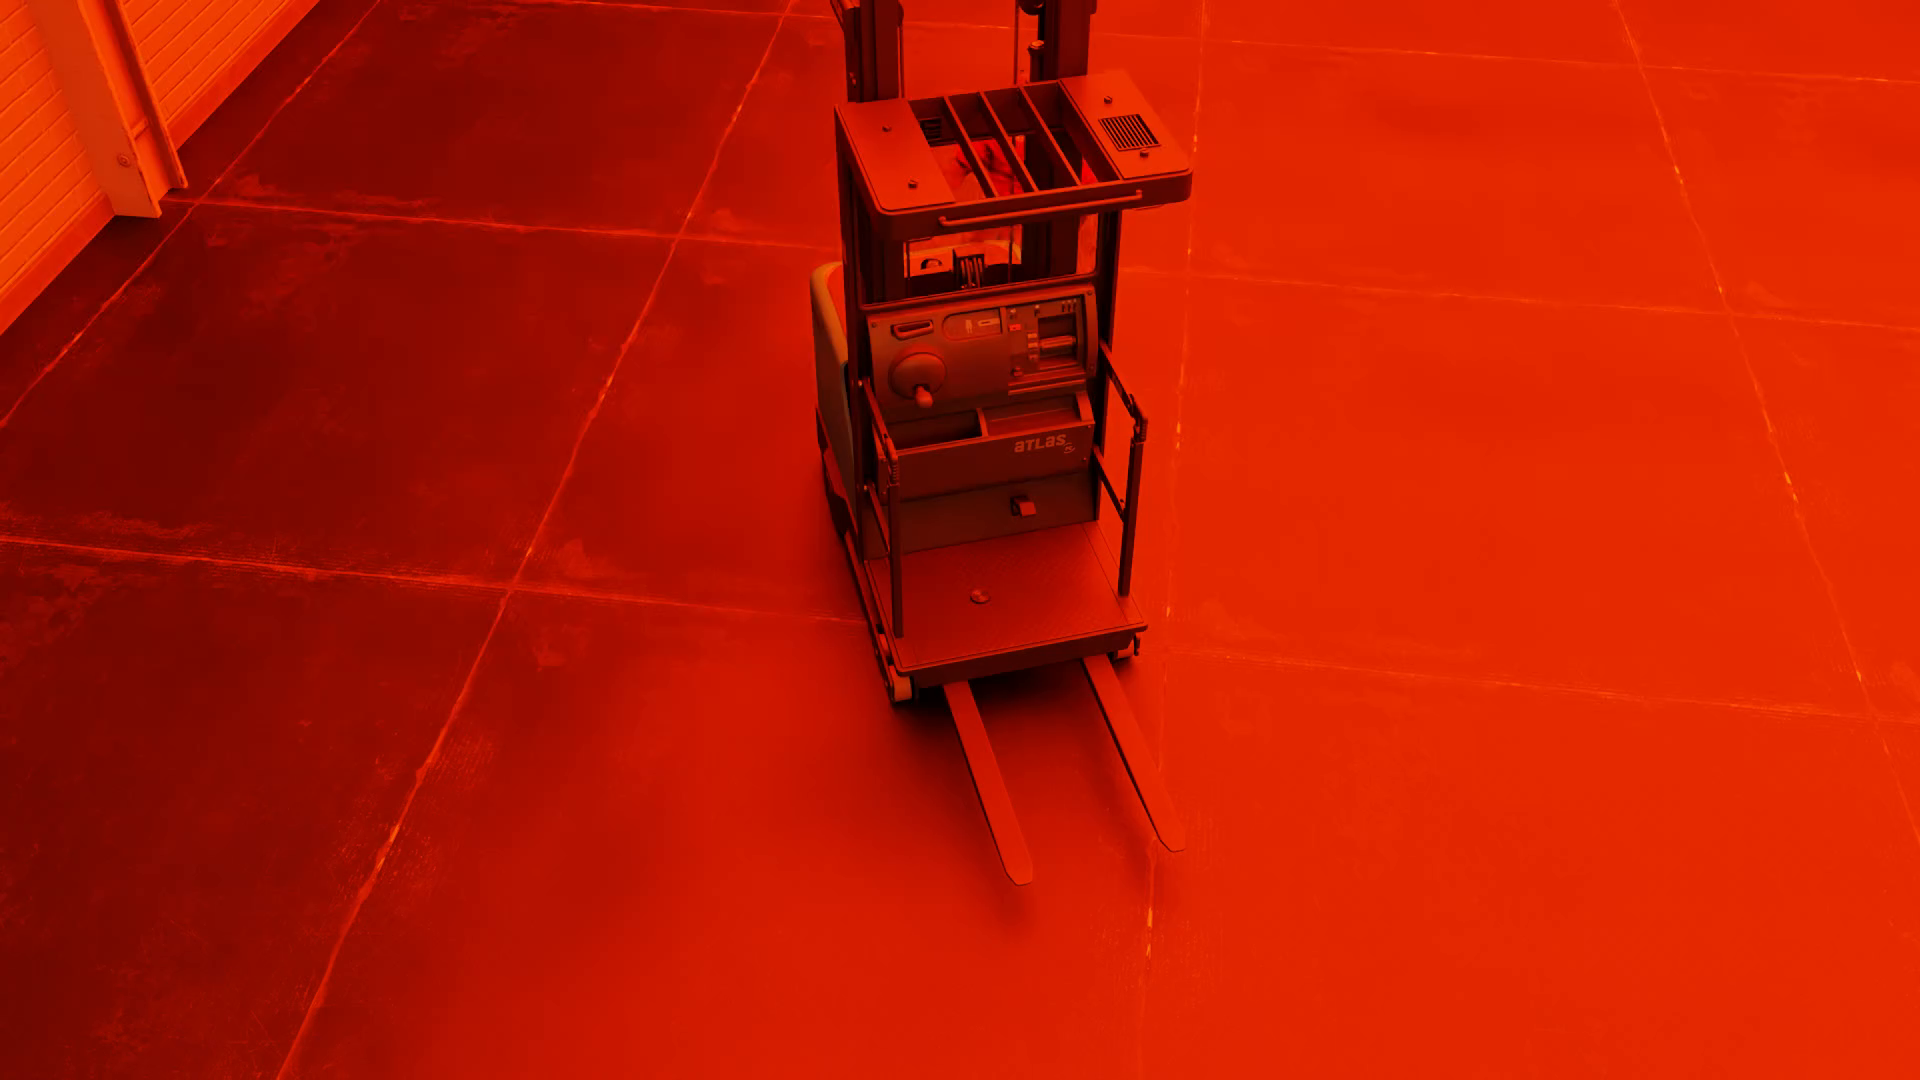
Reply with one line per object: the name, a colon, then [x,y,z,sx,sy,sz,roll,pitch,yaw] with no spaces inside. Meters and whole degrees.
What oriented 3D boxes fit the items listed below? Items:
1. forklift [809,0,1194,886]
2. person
forklift: [0.153,-0.681,6.465,1.130,2.935,3.031,-10,44,-11]
person: [0.319,-1.581,8.424,0.723,1.692,0.732,25,48,24]
